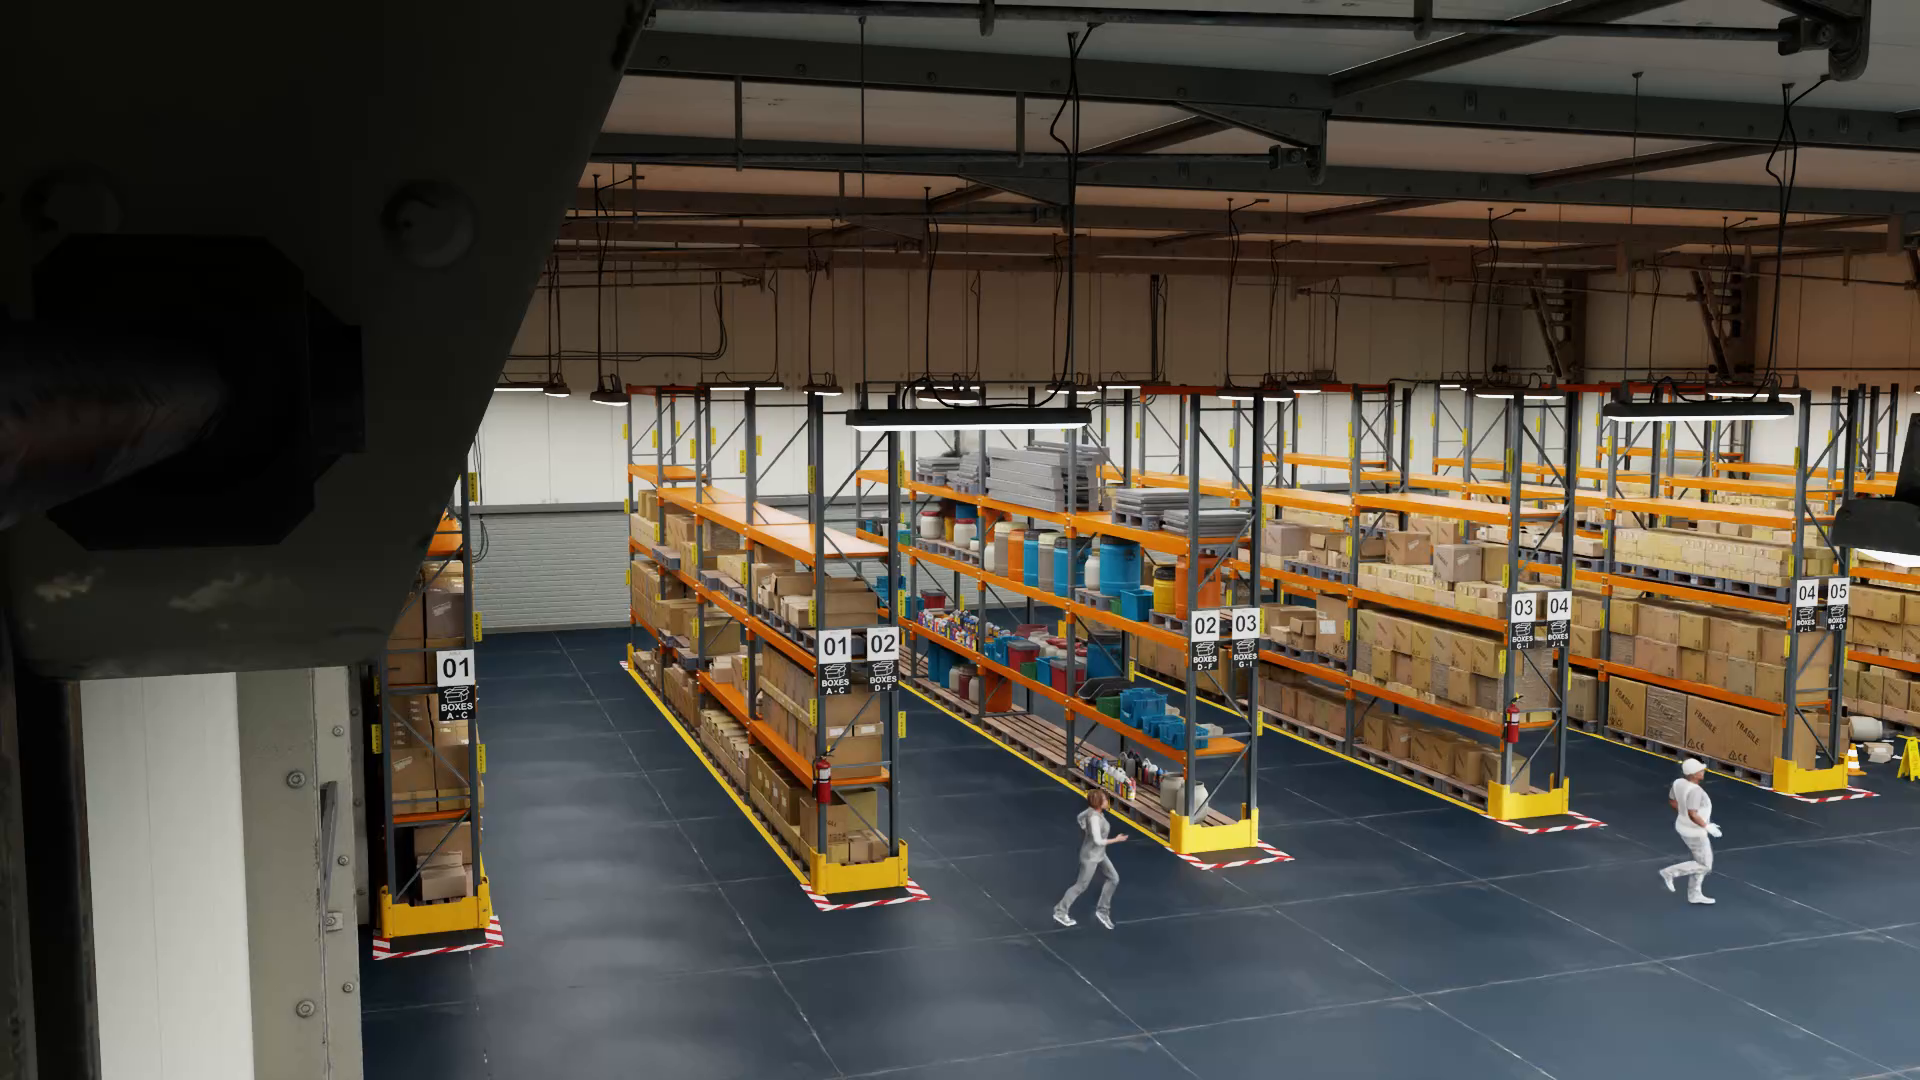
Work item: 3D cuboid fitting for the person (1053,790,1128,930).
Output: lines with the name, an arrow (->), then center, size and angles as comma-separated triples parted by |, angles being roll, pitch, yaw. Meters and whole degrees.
person -> 1.482, 3.603, 18.757 | 0.830, 1.619, 0.546 | 1, 6, 12

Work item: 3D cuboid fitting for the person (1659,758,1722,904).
person -> 8.611, 3.441, 19.668 | 0.689, 1.743, 0.683 | 0, 6, 4
